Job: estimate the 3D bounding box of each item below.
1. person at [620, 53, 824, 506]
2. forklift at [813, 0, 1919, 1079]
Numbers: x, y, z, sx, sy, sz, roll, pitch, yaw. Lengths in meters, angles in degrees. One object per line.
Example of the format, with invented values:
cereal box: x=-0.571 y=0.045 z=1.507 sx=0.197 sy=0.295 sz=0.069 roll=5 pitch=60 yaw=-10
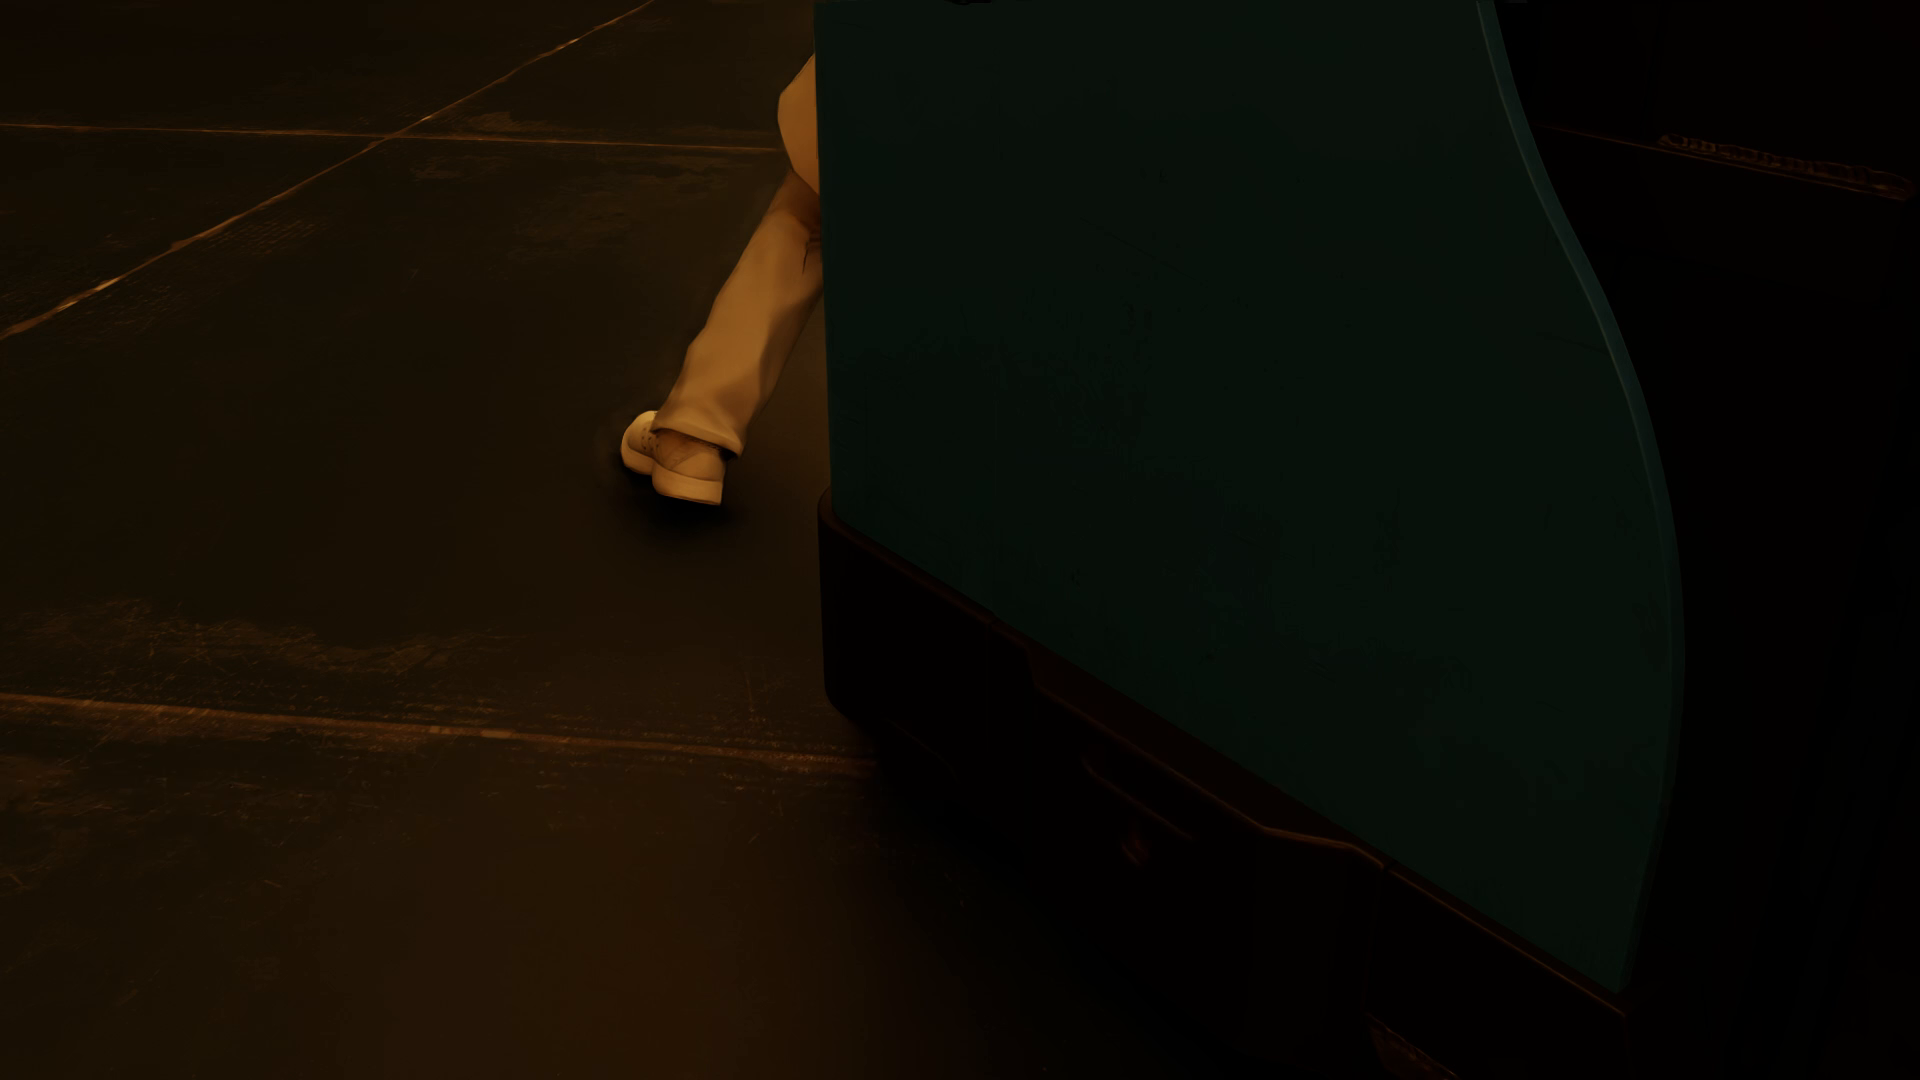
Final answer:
person: x=-0.018 y=-0.929 z=2.784 sx=1.079 sy=1.465 sz=1.267 roll=1 pitch=27 yaw=2
forklift: x=1.141 y=-0.695 z=0.609 sx=1.130 sy=2.935 sz=3.031 roll=-19 pitch=32 yaw=-33
